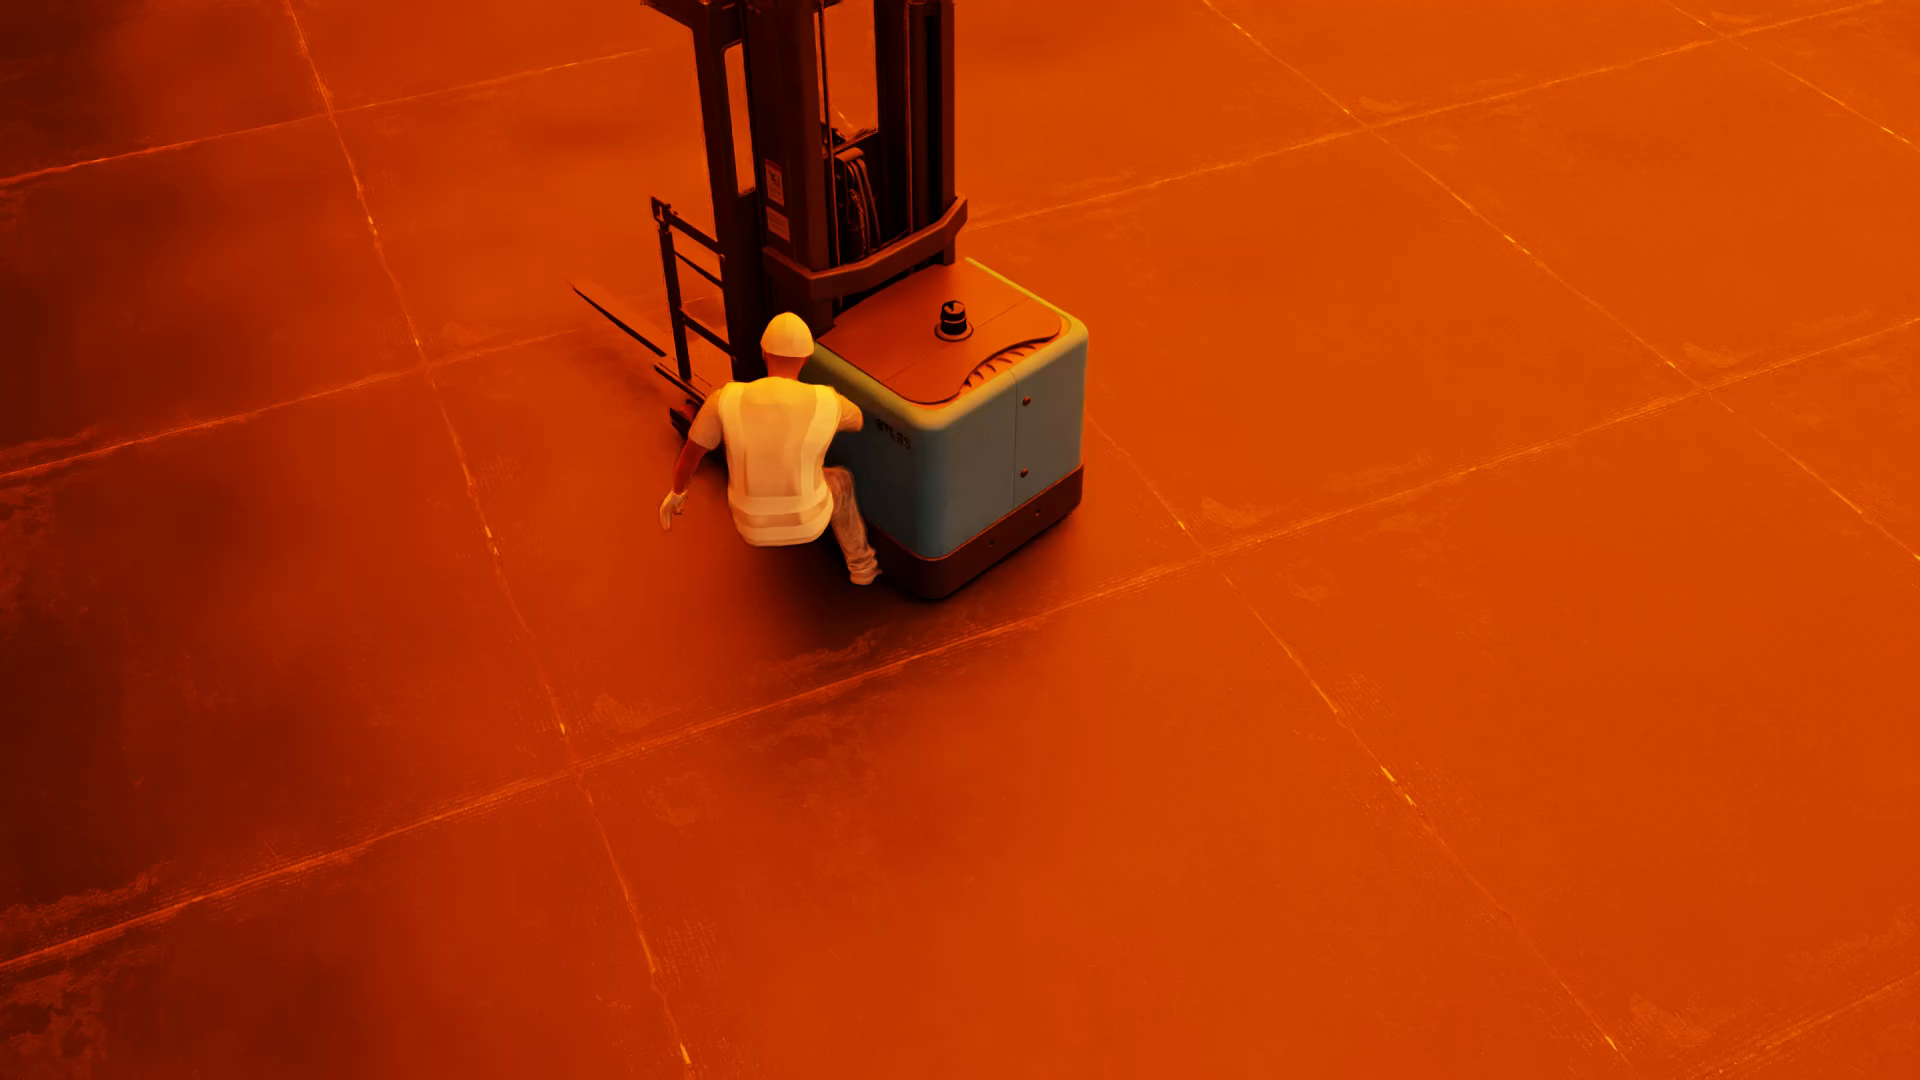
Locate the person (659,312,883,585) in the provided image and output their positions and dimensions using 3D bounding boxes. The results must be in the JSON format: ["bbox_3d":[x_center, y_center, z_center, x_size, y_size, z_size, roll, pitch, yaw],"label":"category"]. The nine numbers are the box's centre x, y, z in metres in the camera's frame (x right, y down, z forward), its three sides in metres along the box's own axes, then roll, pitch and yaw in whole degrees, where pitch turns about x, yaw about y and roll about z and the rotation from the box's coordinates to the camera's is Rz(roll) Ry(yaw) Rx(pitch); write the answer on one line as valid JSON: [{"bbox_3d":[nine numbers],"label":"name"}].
[{"bbox_3d":[-0.791,-0.363,7.187,0.939,1.521,0.948,0,43,0],"label":"person"}]

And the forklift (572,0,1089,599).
[{"bbox_3d":[-0.806,-1.714,7.517,1.130,2.935,3.031,-34,52,-31],"label":"forklift"}]
